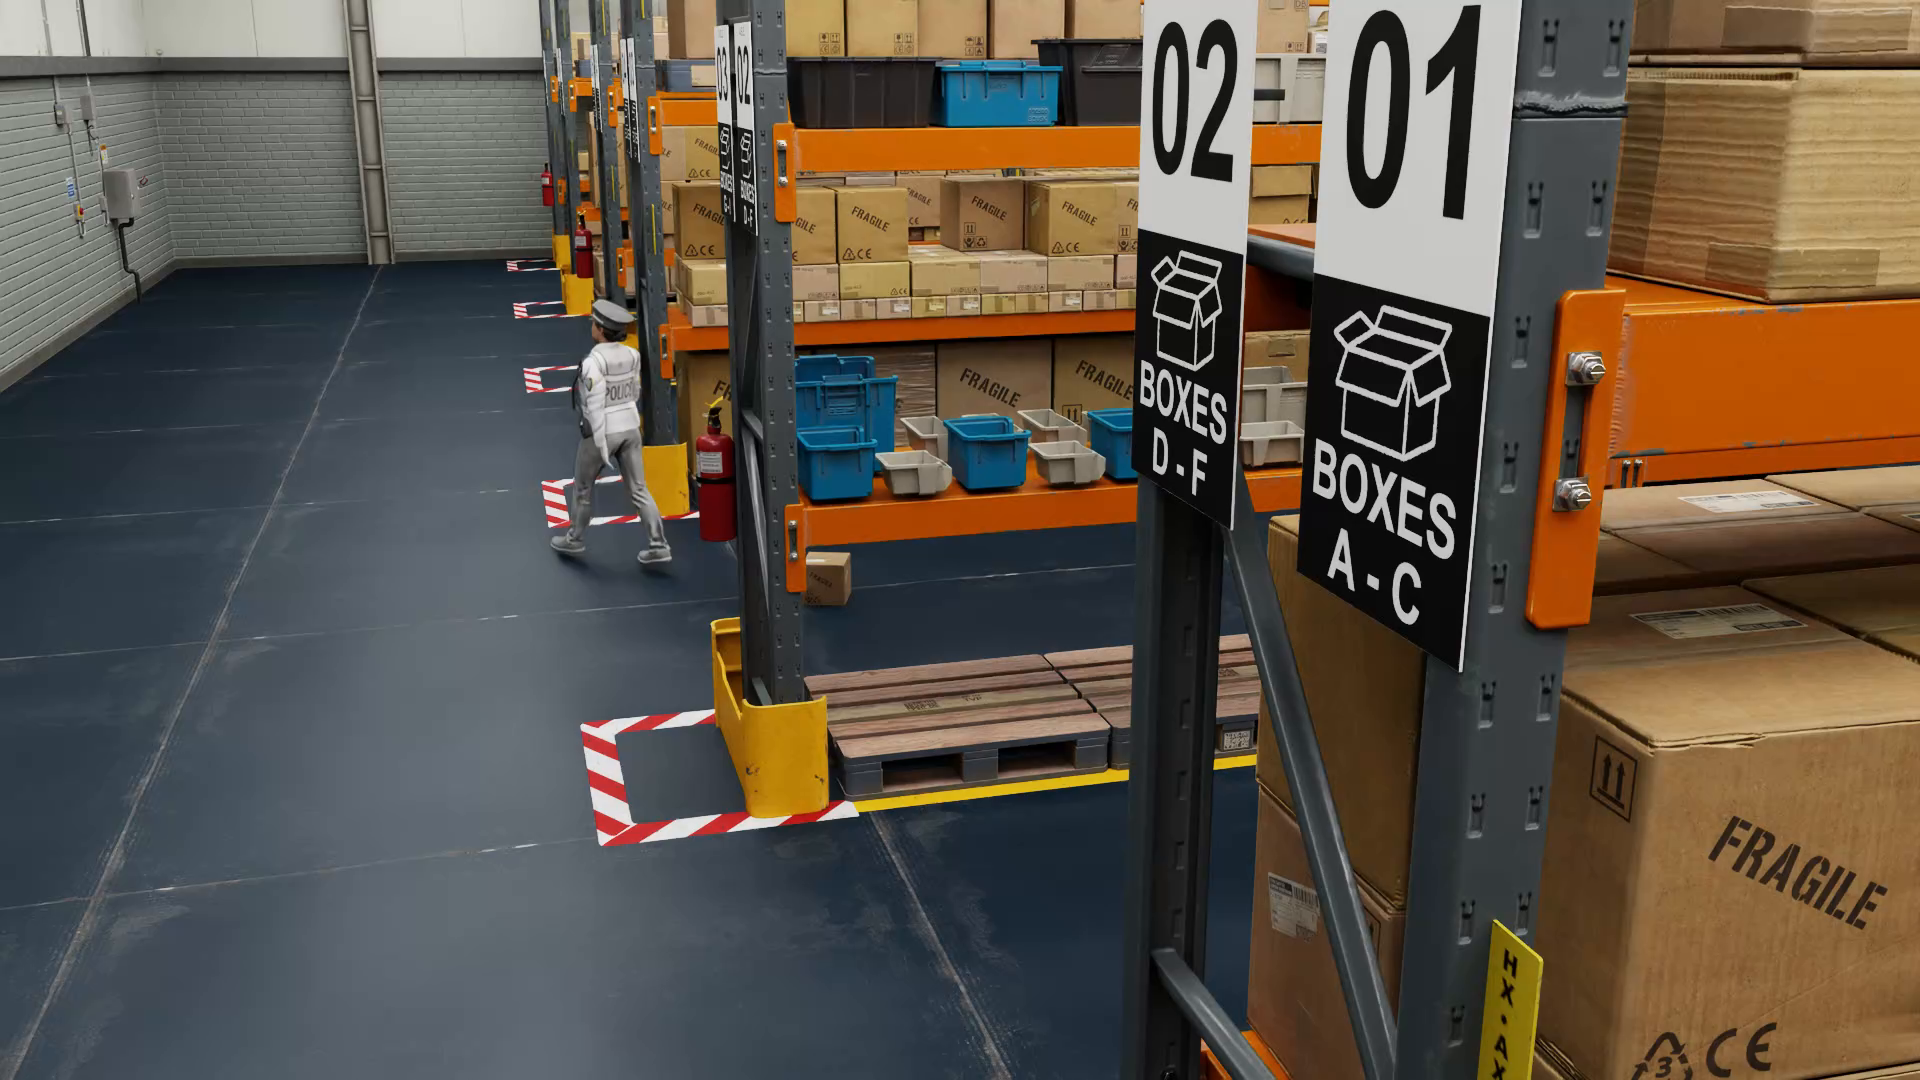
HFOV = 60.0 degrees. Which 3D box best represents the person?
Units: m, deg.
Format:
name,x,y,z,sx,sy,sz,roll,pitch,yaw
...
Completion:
name,x,y,z,sx,sy,sz,roll,pitch,yaw
person,-2.186,-0.682,10.301,0.987,1.630,0.485,14,21,39
